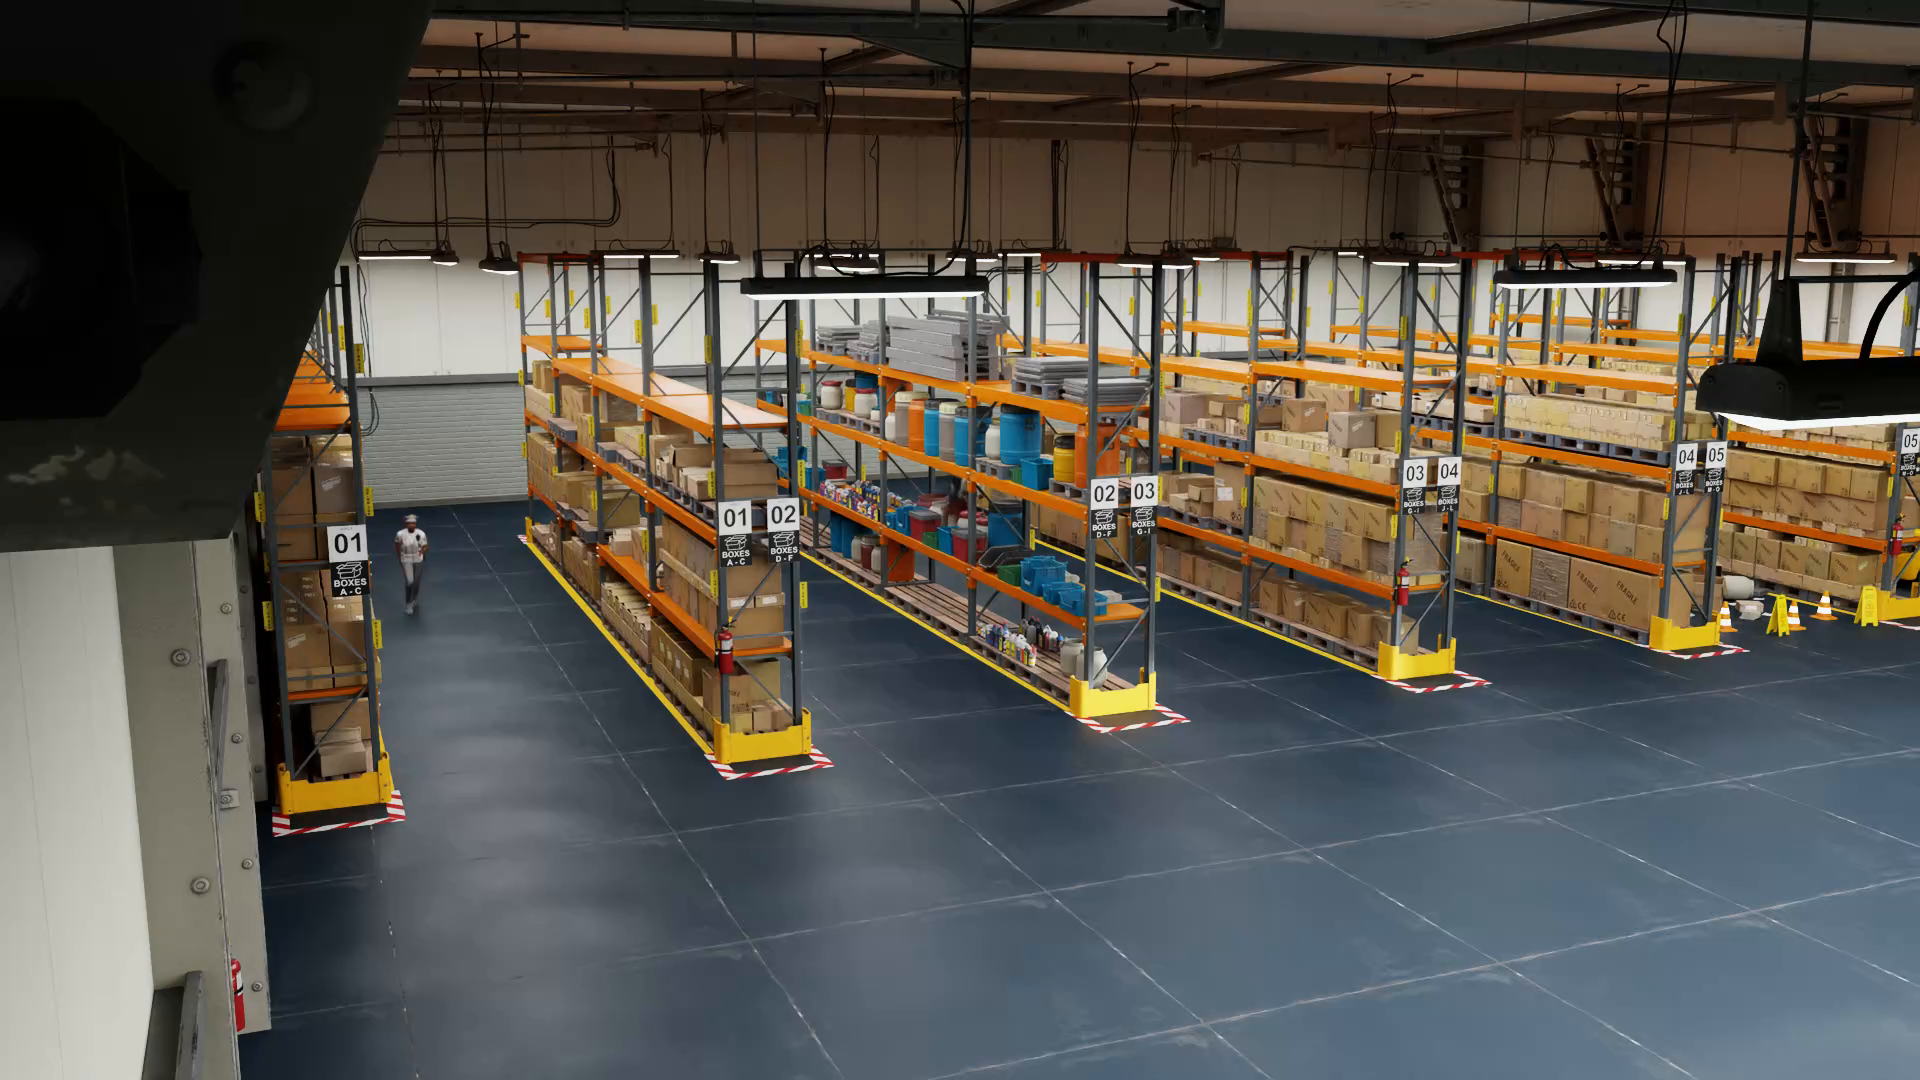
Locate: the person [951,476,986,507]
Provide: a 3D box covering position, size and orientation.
[{"bbox_3d":[0.169,-0.803,35.204,0.707,1.540,1.182,-1,10,-4],"label":"person"}]

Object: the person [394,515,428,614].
[{"bbox_3d":[-9.308,0.390,28.286,0.523,1.702,0.783,-5,12,-26],"label":"person"}]

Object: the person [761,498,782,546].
[{"bbox_3d":[-3.611,-0.256,31.652,0.656,1.729,0.637,-4,11,-21],"label":"person"}]
